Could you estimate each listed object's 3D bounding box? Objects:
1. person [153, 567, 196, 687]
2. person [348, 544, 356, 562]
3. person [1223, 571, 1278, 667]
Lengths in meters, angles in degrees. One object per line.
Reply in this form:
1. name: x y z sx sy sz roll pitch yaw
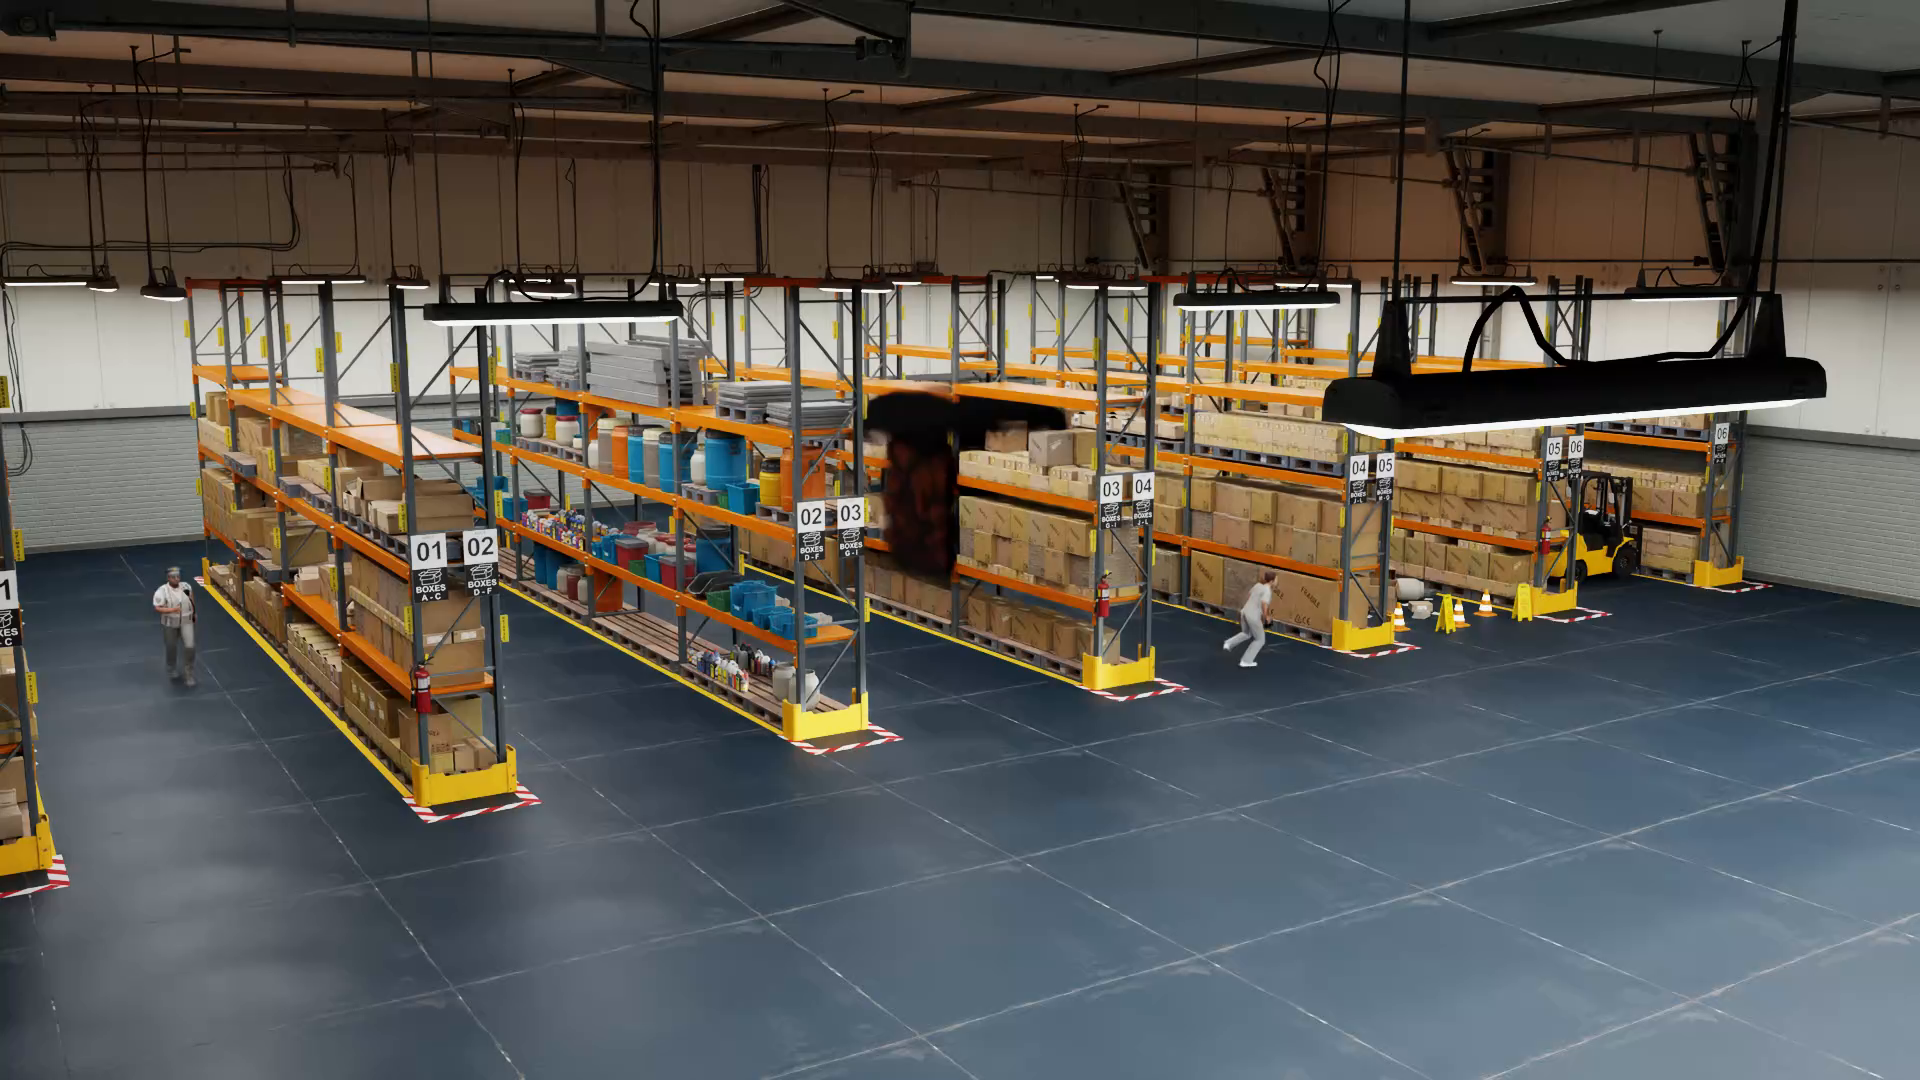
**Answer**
1. person: -11.794 1.295 25.038 0.612 1.844 0.876 -7 12 -35
2. person: -12.165 -0.006 33.068 0.621 1.633 0.591 8 12 38
3. person: 4.534 1.233 25.982 0.815 1.536 0.600 -4 10 -20
